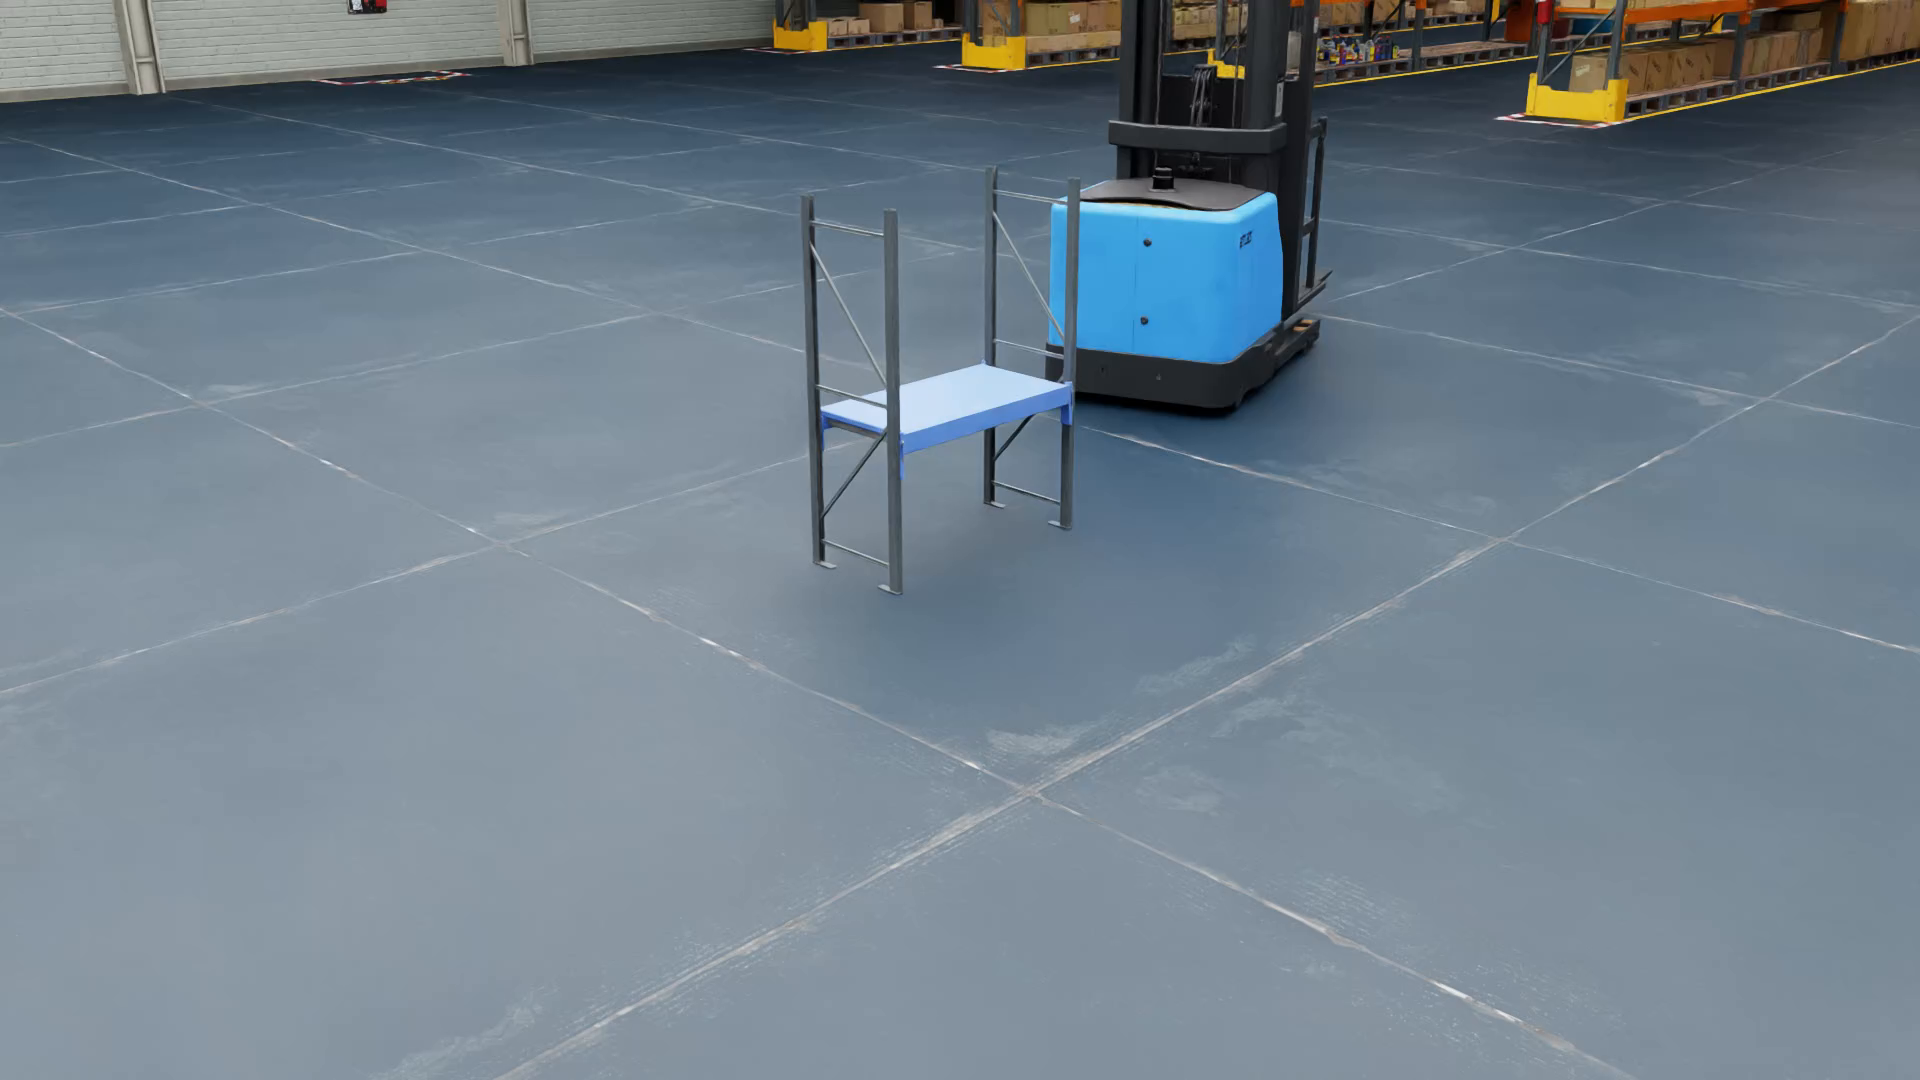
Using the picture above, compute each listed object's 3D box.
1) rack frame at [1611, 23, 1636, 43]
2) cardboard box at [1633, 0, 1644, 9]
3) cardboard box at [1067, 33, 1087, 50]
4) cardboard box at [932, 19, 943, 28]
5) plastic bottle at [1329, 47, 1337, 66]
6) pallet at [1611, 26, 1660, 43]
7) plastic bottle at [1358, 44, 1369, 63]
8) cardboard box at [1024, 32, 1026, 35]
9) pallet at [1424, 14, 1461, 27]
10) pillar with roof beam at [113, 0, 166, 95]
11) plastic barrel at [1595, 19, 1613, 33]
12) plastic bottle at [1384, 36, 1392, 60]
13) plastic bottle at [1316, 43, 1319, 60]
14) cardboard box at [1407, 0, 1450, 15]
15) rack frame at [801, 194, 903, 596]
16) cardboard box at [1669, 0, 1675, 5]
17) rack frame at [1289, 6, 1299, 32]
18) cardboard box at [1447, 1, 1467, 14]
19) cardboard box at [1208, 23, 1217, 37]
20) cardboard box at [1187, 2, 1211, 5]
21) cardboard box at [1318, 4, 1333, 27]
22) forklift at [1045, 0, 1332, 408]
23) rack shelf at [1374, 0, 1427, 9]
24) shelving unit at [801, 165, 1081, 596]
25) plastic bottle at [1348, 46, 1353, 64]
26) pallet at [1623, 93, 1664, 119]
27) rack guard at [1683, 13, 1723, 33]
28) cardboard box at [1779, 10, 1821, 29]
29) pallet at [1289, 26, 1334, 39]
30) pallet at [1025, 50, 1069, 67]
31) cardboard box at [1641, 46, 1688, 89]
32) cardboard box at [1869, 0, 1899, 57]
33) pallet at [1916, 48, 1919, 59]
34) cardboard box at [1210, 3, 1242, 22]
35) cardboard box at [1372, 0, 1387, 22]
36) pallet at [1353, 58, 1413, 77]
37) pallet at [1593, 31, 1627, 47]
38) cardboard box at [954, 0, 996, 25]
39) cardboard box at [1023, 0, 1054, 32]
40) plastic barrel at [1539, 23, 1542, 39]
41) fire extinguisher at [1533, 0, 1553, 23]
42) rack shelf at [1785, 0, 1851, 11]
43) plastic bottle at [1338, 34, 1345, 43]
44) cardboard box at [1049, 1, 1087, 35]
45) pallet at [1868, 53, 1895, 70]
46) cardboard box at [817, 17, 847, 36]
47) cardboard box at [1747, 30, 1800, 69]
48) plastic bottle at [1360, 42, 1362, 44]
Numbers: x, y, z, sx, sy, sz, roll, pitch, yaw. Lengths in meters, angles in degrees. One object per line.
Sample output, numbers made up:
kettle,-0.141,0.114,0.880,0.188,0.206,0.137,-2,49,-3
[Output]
rack frame,12.481,-11.017,31.558,1.000,3.000,0.127,19,28,41
cardboard box,8.216,-6.649,20.543,0.380,0.149,0.250,19,28,41
cardboard box,1.792,-8.426,28.063,0.500,0.250,0.500,19,28,41
cardboard box,-0.550,-10.178,32.711,0.380,0.166,0.250,15,26,34
plastic bottle,5.598,-7.253,24.953,0.097,0.271,0.097,0,21,0
pallet,12.966,-9.915,32.575,1.003,0.211,1.213,19,28,41
plastic bottle,6.182,-7.484,25.549,0.135,0.276,0.152,-20,28,-41
cardboard box,1.066,-8.429,28.072,0.500,0.250,0.500,19,28,41
pallet,10.266,-11.448,36.565,1.003,0.211,1.213,19,28,41
pillar with roof beam,-8.407,-9.447,19.110,9.100,9.000,0.400,19,28,41
plastic barrel,12.089,-10.098,31.506,0.600,0.901,0.708,19,28,41
plastic bottle,6.657,-7.692,25.986,0.144,0.351,0.185,18,28,39
plastic bottle,5.482,-7.621,25.799,0.185,0.351,0.144,-19,28,-40
cardboard box,10.242,-11.782,36.415,0.797,0.503,0.637,19,28,41
rack frame,-0.414,-0.547,6.408,0.500,1.500,0.032,19,28,41
cardboard box,8.895,-6.912,21.228,0.380,0.149,0.250,19,28,41
rack frame,6.144,-11.230,32.111,1.000,3.000,0.127,19,28,41
cardboard box,10.838,-11.770,36.736,0.500,0.250,0.500,19,28,41
cardboard box,4.530,-9.421,30.651,0.500,0.250,0.500,18,28,39
cardboard box,4.492,-9.943,31.229,0.500,0.311,0.500,19,28,40
cardboard box,7.028,-10.450,32.952,0.500,0.500,0.500,18,27,39
forklift,1.552,-2.546,9.612,1.130,2.935,3.031,10,23,24
rack shelf,8.295,-9.139,27.674,1.077,0.370,4.000,19,28,41
shelving unit,-0.059,-0.678,6.748,0.538,1.500,1.048,19,28,41
plastic bottle,5.907,-7.367,25.249,0.097,0.271,0.097,0,21,0
pallet,8.304,-5.611,21.379,1.003,0.211,1.213,19,28,41
rack guard,15.279,-10.888,34.706,1.175,0.500,0.348,19,28,41
cardboard box,12.793,-7.958,25.425,0.500,0.250,0.500,-19,28,-40
pallet,6.692,-10.111,33.086,1.003,0.211,1.213,19,28,41
pallet,1.067,-8.079,27.800,1.003,0.211,1.213,19,28,41
cardboard box,9.370,-6.329,22.260,0.500,0.500,0.500,16,26,36
cardboard box,14.363,-8.353,27.003,1.225,0.875,0.875,19,28,41
pallet,16.616,-8.652,29.291,1.003,0.211,1.213,19,28,41
cardboard box,4.892,-9.815,30.896,0.500,0.311,0.500,-19,28,-41
cardboard box,8.445,-10.973,34.314,0.500,0.500,0.500,19,28,41
pallet,6.402,-7.497,26.286,1.003,0.211,1.213,19,28,41
pallet,11.913,-9.528,31.569,1.003,0.211,1.213,19,28,41
cardboard box,0.304,-10.673,33.531,0.500,0.500,0.700,-19,28,-40
cardboard box,1.411,-8.909,28.275,0.500,0.500,0.500,19,28,41
plastic barrel,10.350,-9.322,30.028,0.421,0.512,0.421,0,21,0
fire extinguisher,7.248,-6.743,20.545,0.296,0.674,0.183,19,28,41
rack shelf,14.634,-8.928,27.124,1.077,0.370,4.000,19,28,41
plastic bottle,6.040,-7.826,26.334,0.185,0.351,0.144,-19,28,-41
cardboard box,1.784,-8.779,27.936,0.500,0.500,0.500,19,28,41
pallet,14.694,-7.944,27.448,1.003,0.211,1.213,19,28,41
cardboard box,-2.441,-9.518,30.791,0.500,0.311,0.500,15,26,35
cardboard box,12.018,-7.318,24.803,0.500,0.500,0.700,-17,27,-38
plastic bottle,6.207,-7.547,25.703,0.061,0.283,0.133,19,28,41
